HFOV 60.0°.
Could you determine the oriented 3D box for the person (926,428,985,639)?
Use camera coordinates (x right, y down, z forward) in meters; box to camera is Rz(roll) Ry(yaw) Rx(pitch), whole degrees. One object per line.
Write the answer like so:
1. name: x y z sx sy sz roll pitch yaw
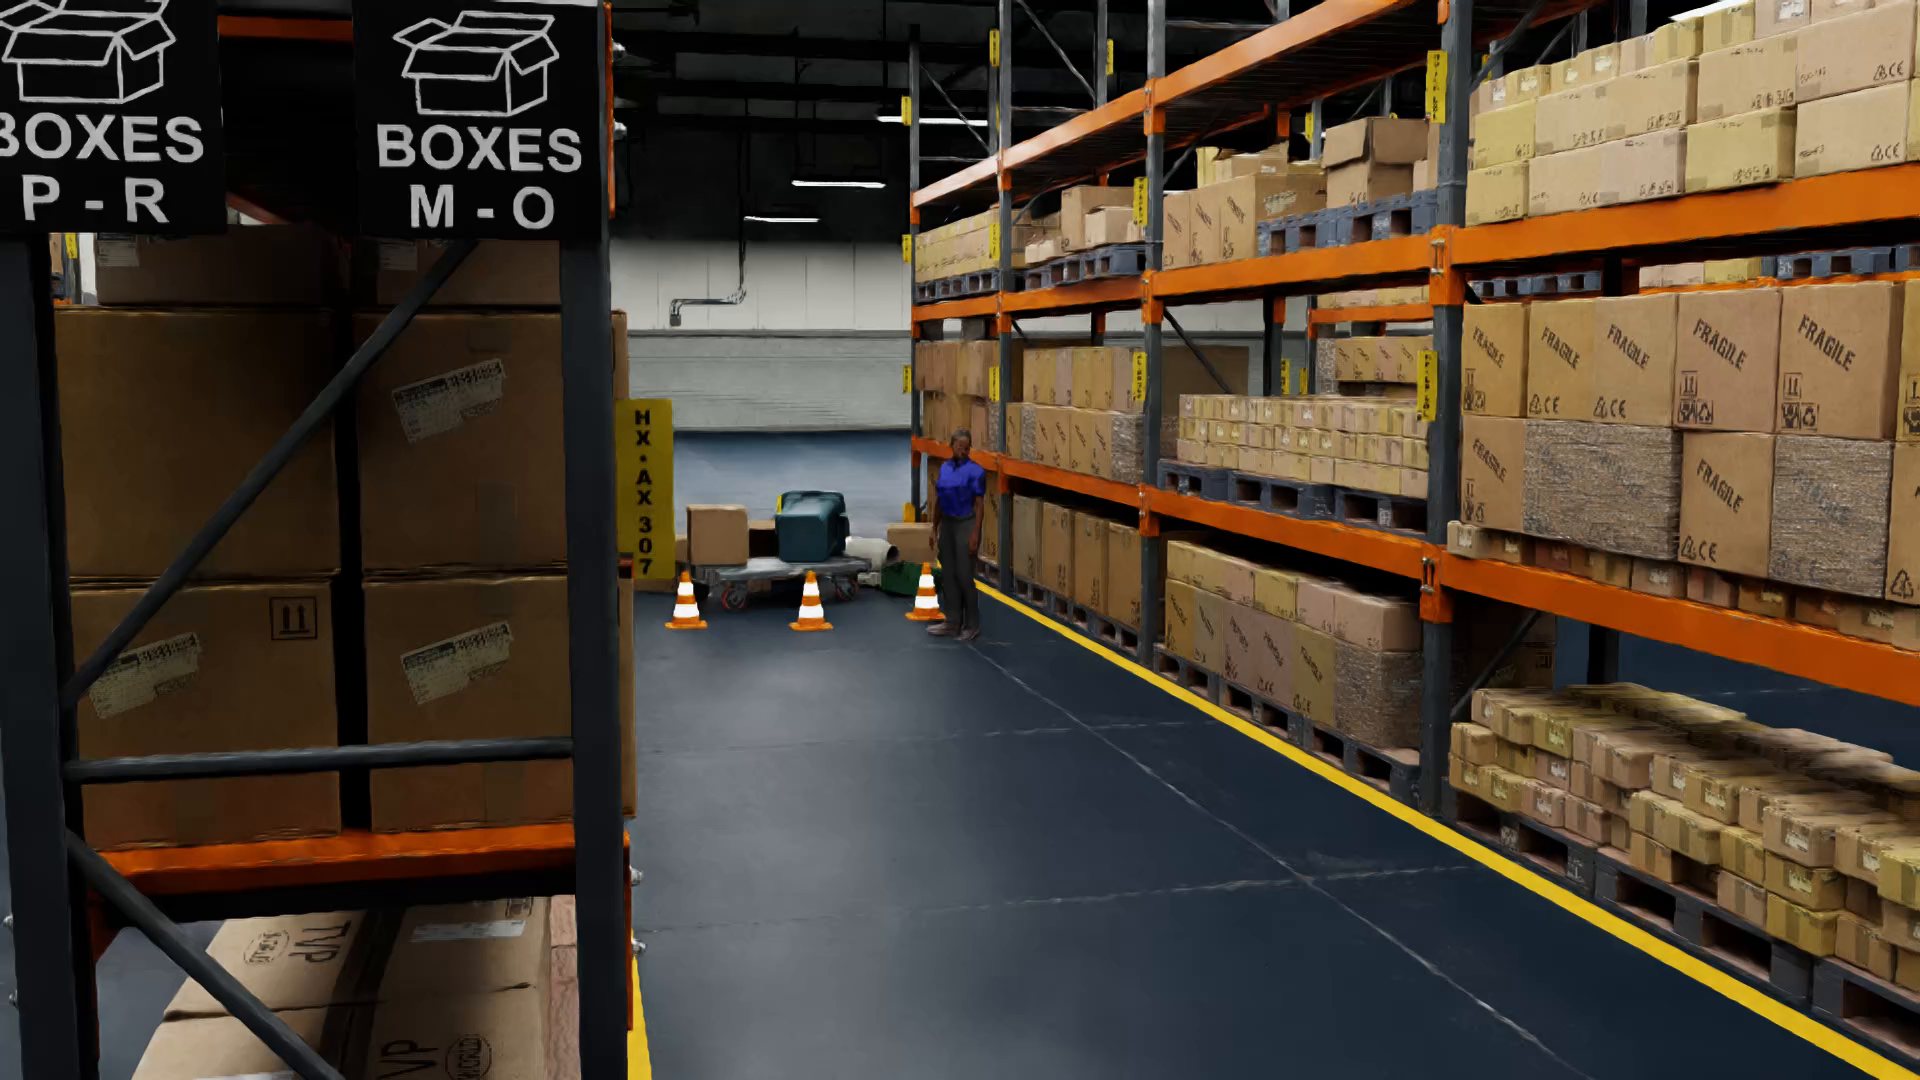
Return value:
1. person: -0.016 -0.034 13.168 0.351 1.704 0.540 -6 9 -44
